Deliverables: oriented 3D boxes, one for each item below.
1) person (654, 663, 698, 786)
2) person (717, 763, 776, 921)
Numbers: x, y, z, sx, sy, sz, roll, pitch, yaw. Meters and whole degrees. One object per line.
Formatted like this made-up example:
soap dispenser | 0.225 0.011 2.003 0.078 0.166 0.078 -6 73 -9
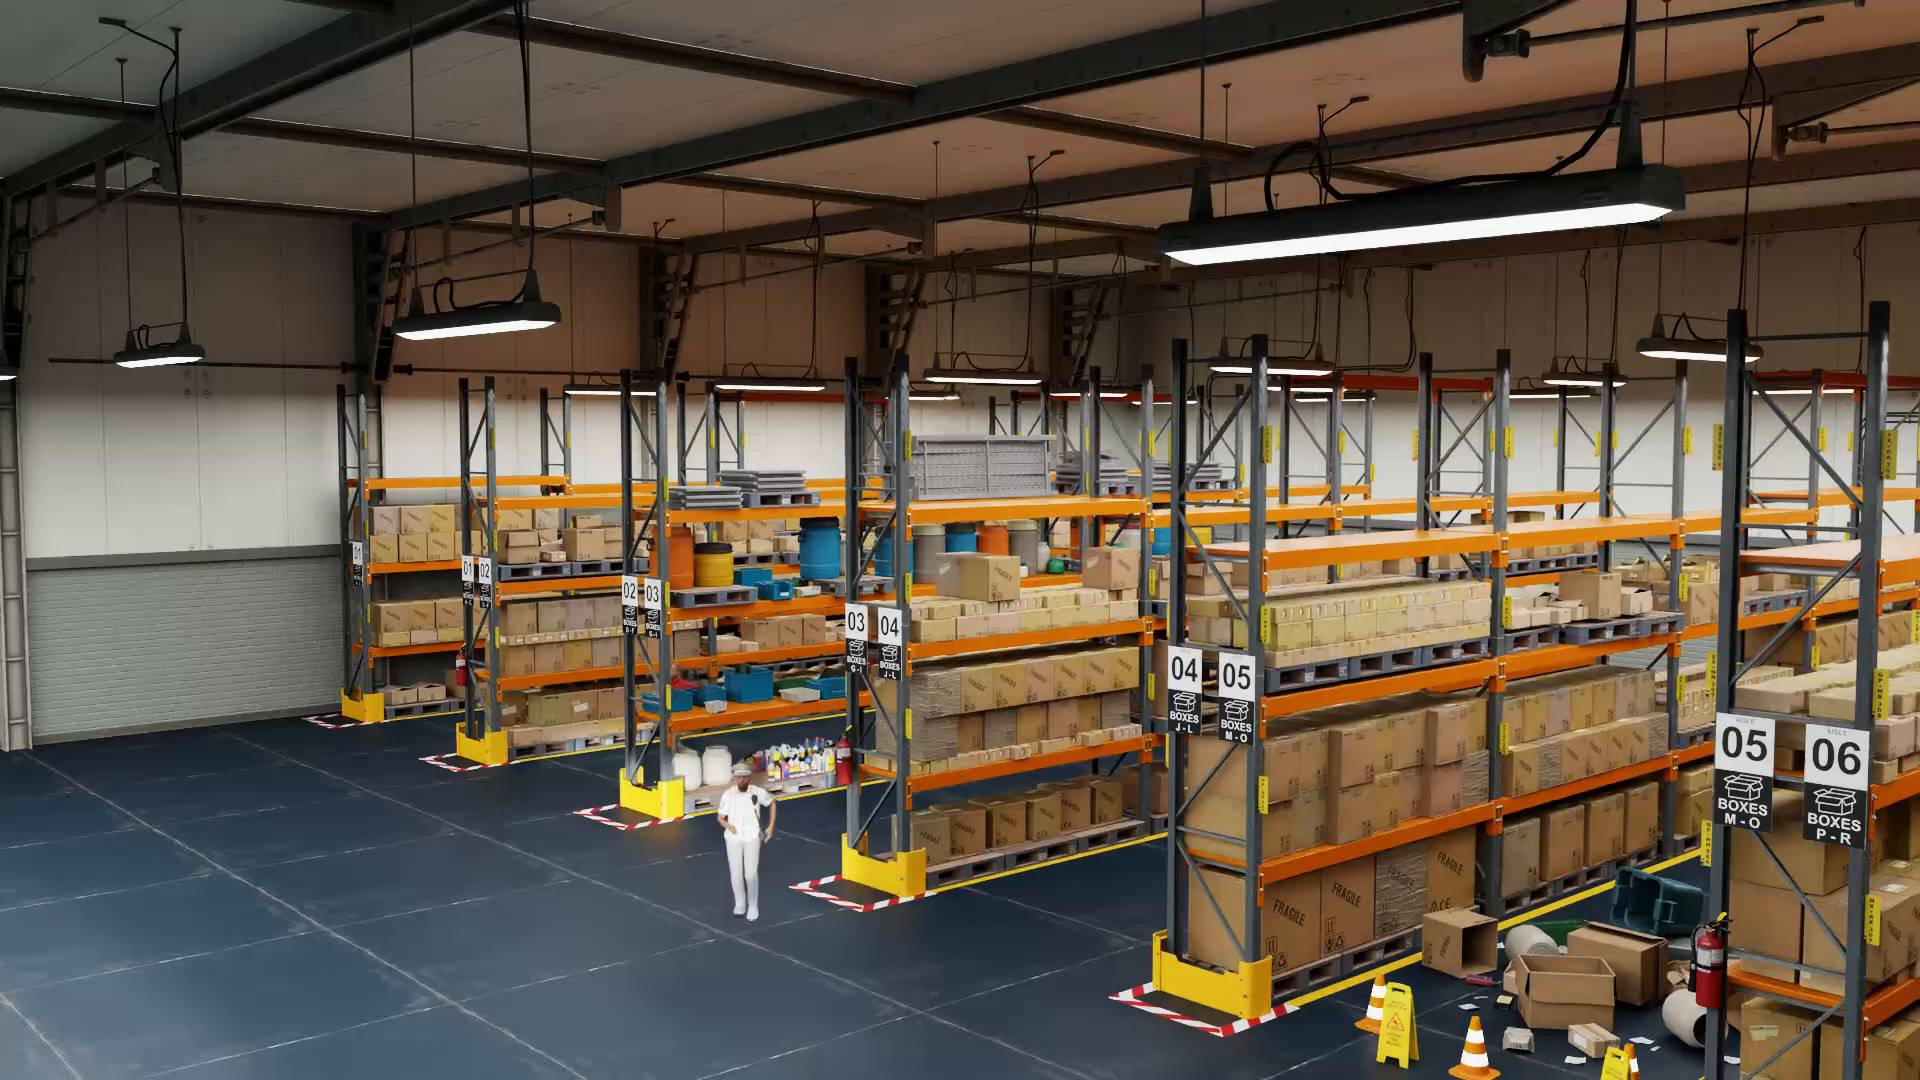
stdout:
person | -4.199 2.687 24.444 0.651 1.770 0.834 4 5 44
person | -2.255 3.190 17.530 0.601 1.721 0.690 0 4 -2
